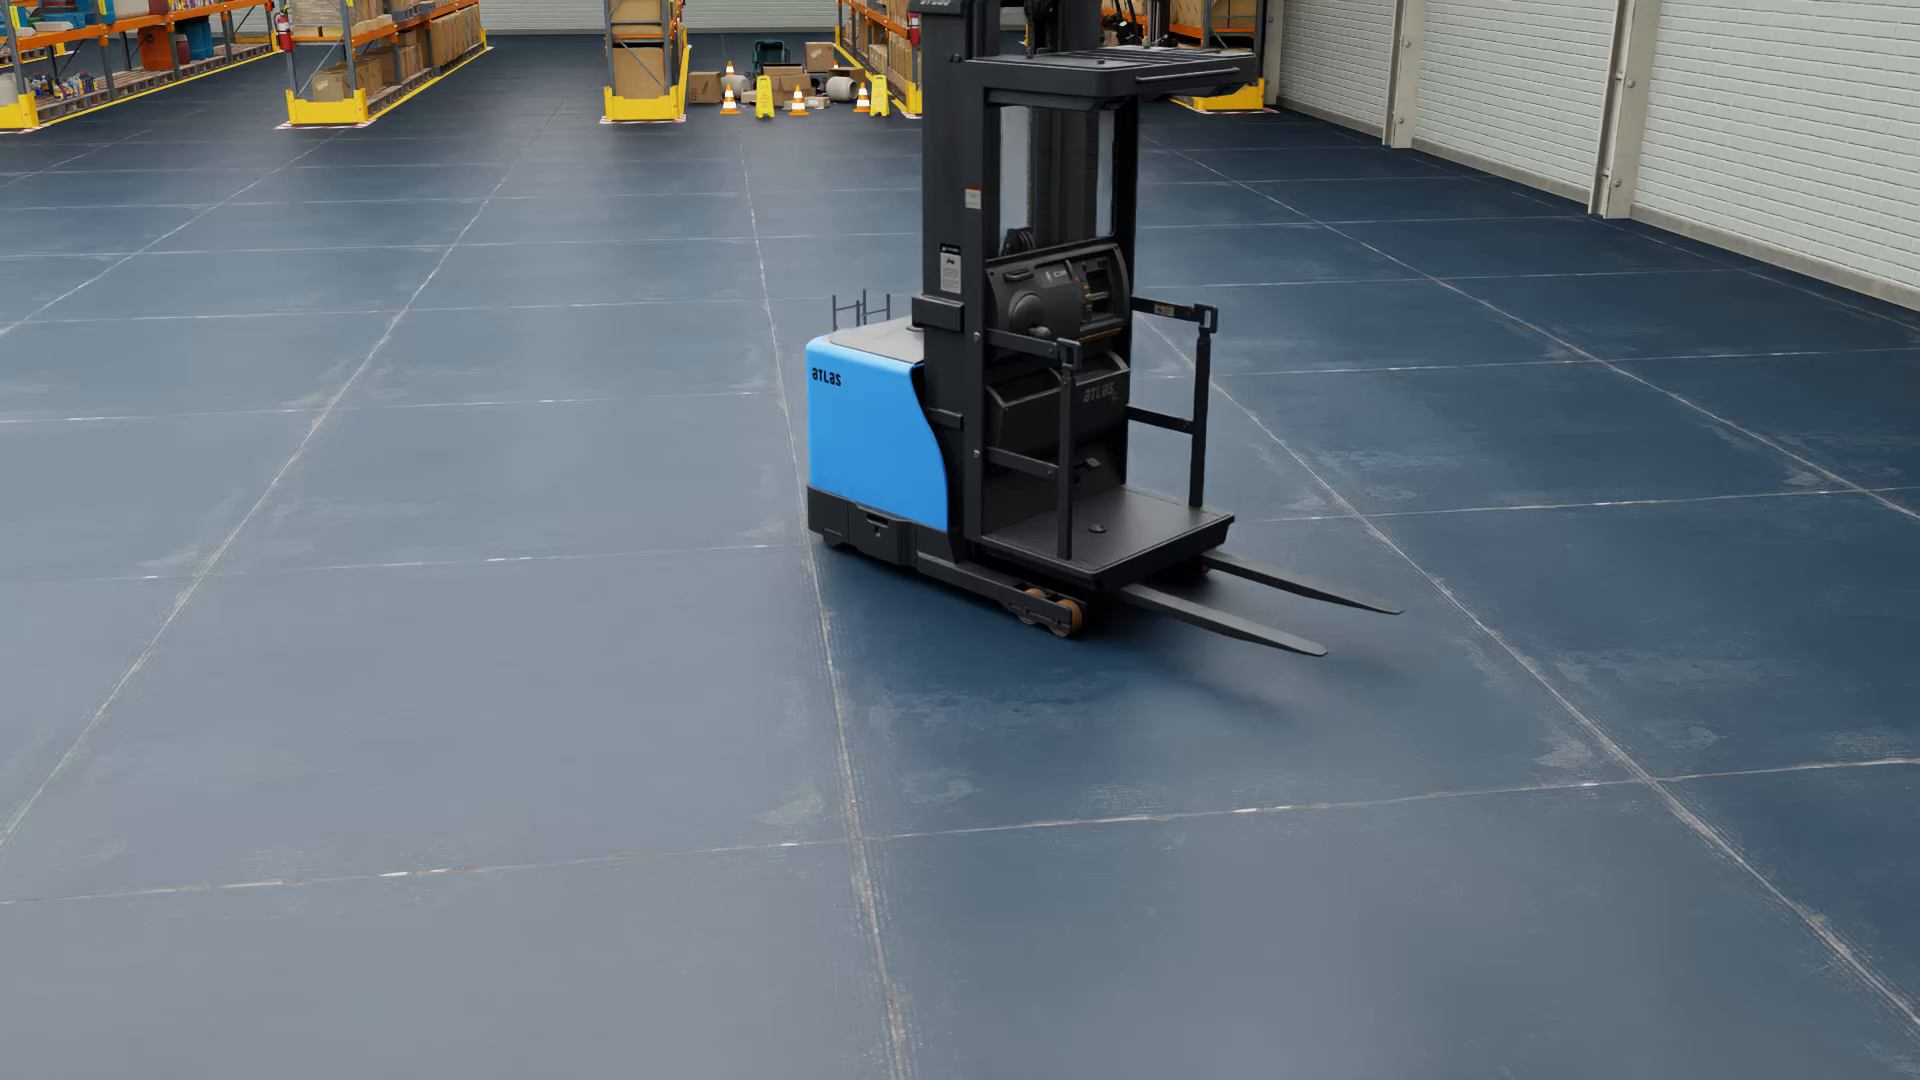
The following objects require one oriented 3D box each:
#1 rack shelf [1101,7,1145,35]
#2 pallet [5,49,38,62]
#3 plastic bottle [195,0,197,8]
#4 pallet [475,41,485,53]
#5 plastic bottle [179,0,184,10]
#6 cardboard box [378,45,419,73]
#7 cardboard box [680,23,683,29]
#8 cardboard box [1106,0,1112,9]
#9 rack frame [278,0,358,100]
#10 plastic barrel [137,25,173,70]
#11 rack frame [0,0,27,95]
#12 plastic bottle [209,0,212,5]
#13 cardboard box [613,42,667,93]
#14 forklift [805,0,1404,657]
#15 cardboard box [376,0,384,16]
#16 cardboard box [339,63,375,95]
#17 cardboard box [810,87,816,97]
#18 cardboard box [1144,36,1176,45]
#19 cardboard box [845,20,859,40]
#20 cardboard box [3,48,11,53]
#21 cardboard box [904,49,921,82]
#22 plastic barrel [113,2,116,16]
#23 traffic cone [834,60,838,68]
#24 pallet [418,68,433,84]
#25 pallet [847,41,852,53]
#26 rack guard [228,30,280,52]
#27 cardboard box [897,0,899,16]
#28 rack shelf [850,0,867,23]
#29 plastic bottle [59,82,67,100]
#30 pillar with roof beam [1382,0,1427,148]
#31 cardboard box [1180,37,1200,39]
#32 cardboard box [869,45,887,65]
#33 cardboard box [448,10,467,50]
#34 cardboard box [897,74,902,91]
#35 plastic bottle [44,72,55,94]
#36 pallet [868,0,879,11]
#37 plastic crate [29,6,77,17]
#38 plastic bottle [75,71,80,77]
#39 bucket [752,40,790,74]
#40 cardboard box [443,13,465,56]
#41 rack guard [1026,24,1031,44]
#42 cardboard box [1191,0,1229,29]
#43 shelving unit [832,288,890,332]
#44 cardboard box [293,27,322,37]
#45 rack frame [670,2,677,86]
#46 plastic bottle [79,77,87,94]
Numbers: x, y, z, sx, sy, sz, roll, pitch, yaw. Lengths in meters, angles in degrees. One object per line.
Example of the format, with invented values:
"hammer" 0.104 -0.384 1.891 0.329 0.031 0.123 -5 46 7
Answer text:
"rack shelf" 3.749 -10.580 33.785 1.077 0.370 4.000 -3 21 -8
"pallet" -21.914 -11.100 38.134 1.003 0.211 1.213 -3 21 -8
"plastic bottle" -16.136 -11.314 35.004 0.097 0.201 0.097 0 20 0
"pallet" -12.218 -12.049 40.675 1.003 0.211 1.213 -3 21 -8
"plastic bottle" -15.975 -11.009 34.071 0.061 0.283 0.133 -3 21 -8
"cardboard box" -11.048 -9.471 32.731 0.700 0.500 0.500 -5 21 -12
"cardboard box" -7.018 -12.640 40.895 0.380 0.149 0.250 -3 21 -9
"cardboard box" 3.350 -11.199 34.629 0.500 0.250 0.500 -3 21 -9
"rack frame" -10.104 -8.089 26.086 1.000 3.000 0.127 -3 21 -8
"plastic barrel" -16.246 -9.957 33.590 0.600 0.830 0.708 -3 21 -8
"rack frame" -15.005 -7.839 25.417 1.000 3.000 0.127 -3 21 -8
"plastic bottle" -16.280 -11.741 36.031 0.061 0.283 0.133 -3 21 -8
"cardboard box" -5.473 -8.041 28.395 0.875 0.875 0.875 -3 21 -9
"forklift" 0.617 -1.141 7.582 3.031 2.935 1.130 19 27 40
"cardboard box" -10.677 -9.501 29.299 0.875 0.500 0.500 -3 21 -8
"cardboard box" -10.405 -7.950 28.686 0.500 0.500 0.500 -5 21 -13
"cardboard box" -2.880 -8.302 30.565 0.396 0.266 0.258 17 27 39
"cardboard box" 3.797 -9.419 31.547 0.500 0.250 0.500 -3 21 -9
"cardboard box" -2.410 -12.901 42.032 0.875 0.438 0.875 -4 21 -10
"cardboard box" -21.618 -11.079 37.513 0.380 0.166 0.250 -3 21 -8
"cardboard box" -0.671 -8.113 28.408 0.500 0.500 0.500 -3 21 -7
"plastic barrel" -15.503 -9.630 30.018 0.433 0.535 0.433 0 20 0
"traffic cone" -2.438 -9.144 32.536 0.336 0.463 0.334 -3 21 -8
"pallet" -11.146 -9.282 33.265 1.003 0.211 1.213 -3 21 -8
"pallet" -2.238 -12.127 40.885 1.003 0.211 1.213 -3 21 -8
"rack guard" -17.328 -12.215 40.707 1.175 0.500 0.348 -3 21 -8
"cardboard box" -0.839 -9.472 29.222 0.500 0.500 0.500 -3 21 -7
"rack shelf" -1.739 -11.714 36.820 1.077 0.370 4.000 -3 21 -8
"plastic bottle" -14.973 -7.495 27.750 0.061 0.283 0.133 -3 21 -7
"pillar with roof beam" 2.010 -9.642 21.672 9.100 9.000 0.400 -3 21 -8
"cardboard box" 4.388 -9.267 31.141 0.500 0.250 0.500 -3 21 -9
"cardboard box" -1.379 -10.128 34.701 0.950 0.372 0.625 -4 21 -11
"cardboard box" -11.850 -11.677 38.131 0.875 0.875 0.875 -3 21 -8
"cardboard box" -0.828 -8.124 29.510 0.500 0.250 0.500 -4 21 -10
"plastic bottle" -15.733 -7.896 28.726 0.144 0.351 0.185 -3 21 -8
"pallet" -1.242 -11.027 34.227 1.213 0.211 1.003 -3 21 -8
"plastic crate" -15.632 -9.007 28.633 0.767 0.338 0.504 -3 21 -8
"plastic bottle" -15.346 -7.973 28.934 0.144 0.351 0.185 -3 21 -8
"bucket" -3.457 -8.936 30.862 0.726 0.611 0.620 4 11 11
"cardboard box" -11.722 -11.224 36.917 1.225 0.875 0.875 -3 21 -8
"rack guard" 2.318 -13.182 43.297 1.175 0.500 0.348 -3 21 -8
"cardboard box" 4.283 -9.044 28.501 0.500 0.500 0.500 -3 21 -9
"shelving unit" -0.521 -0.730 8.955 0.189 1.200 0.258 19 27 40
"cardboard box" -10.349 -8.059 26.366 0.380 0.149 0.250 -3 21 -8
"rack frame" -5.758 -9.689 30.370 1.000 3.000 0.127 -3 21 -8
"plastic bottle" -15.111 -7.828 28.642 0.061 0.283 0.133 -2 21 -4
